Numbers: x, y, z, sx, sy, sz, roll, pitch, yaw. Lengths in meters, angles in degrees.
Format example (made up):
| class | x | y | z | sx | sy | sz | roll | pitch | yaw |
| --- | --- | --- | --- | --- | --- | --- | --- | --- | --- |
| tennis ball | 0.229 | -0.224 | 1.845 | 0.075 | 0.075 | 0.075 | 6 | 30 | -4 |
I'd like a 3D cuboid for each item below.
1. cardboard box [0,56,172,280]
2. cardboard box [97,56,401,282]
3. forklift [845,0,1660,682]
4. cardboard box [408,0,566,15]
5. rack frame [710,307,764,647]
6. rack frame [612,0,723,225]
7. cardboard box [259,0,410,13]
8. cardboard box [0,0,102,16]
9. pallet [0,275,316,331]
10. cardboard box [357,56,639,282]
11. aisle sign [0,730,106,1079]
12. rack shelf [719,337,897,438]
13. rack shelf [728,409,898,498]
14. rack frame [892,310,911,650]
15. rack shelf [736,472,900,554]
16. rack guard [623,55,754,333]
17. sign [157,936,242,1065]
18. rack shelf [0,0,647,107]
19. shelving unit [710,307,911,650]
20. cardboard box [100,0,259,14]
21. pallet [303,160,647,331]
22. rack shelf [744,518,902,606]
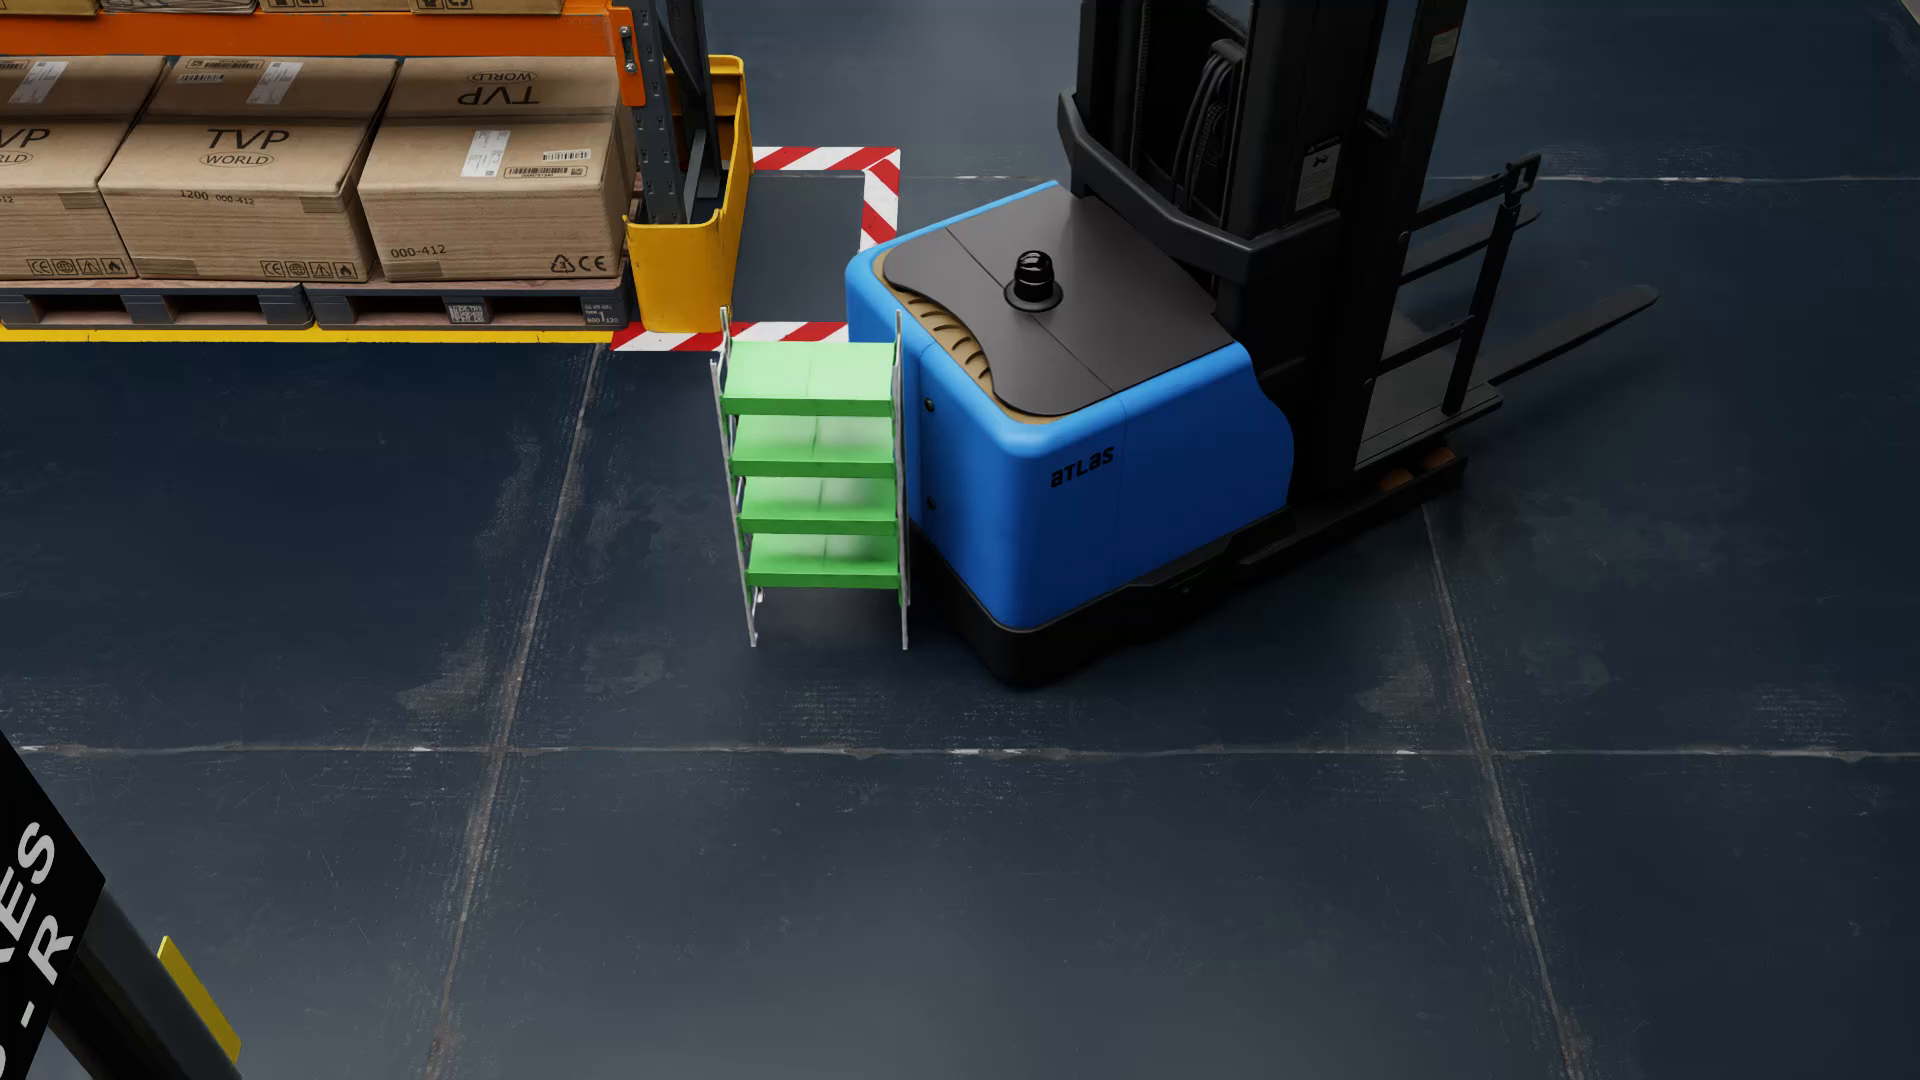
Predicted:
| class | x | y | z | sx | sy | sz | roll | pitch | yaw |
| --- | --- | --- | --- | --- | --- | --- | --- | --- | --- |
| cardboard box | -3.561 | -1.447 | 6.429 | 0.875 | 0.438 | 0.875 | -1 | 47 | -1 |
| cardboard box | -2.660 | -1.444 | 6.426 | 0.875 | 0.438 | 0.875 | 1 | 47 | 1 |
| forklift | 1.160 | -1.390 | 4.959 | 3.031 | 2.935 | 1.130 | -25 | 52 | -21 |
| cardboard box | -1.567 | -2.090 | 5.496 | 0.500 | 0.500 | 0.500 | 0 | 47 | 0 |
| rack frame | -0.661 | -0.152 | 4.989 | 0.015 | 1.200 | 0.240 | 1 | 47 | 1 |
| rack frame | -1.084 | -2.248 | 5.711 | 0.127 | 3.000 | 1.000 | 0 | 47 | 0 |
| cardboard box | -2.069 | -2.103 | 5.507 | 0.500 | 0.500 | 0.500 | -1 | 47 | -1 |
| cardboard box | -3.100 | -2.089 | 5.494 | 0.500 | 0.500 | 0.500 | 1 | 47 | 1 |
| pallet | -3.101 | -1.249 | 6.686 | 1.213 | 0.211 | 1.003 | 0 | 47 | 0 |
| cardboard box | -1.744 | -1.447 | 6.429 | 0.875 | 0.438 | 0.875 | -1 | 47 | -1 |
| aisle sign | -1.029 | 0.284 | 1.578 | 0.004 | 0.787 | 0.394 | 0 | 47 | 0 |
| rack shelf | -0.417 | -0.431 | 4.681 | 0.480 | 0.148 | 0.258 | 1 | 47 | 1 |
| rack shelf | -0.417 | -0.267 | 4.856 | 0.480 | 0.148 | 0.258 | 1 | 47 | 1 |
| rack frame | -0.173 | -0.143 | 4.981 | 0.015 | 1.200 | 0.240 | 1 | 47 | 1 |
| rack shelf | -0.417 | -0.104 | 5.032 | 0.480 | 0.148 | 0.258 | 1 | 47 | 1 |
| rack guard | -1.060 | -1.397 | 6.626 | 0.348 | 0.500 | 1.175 | 0 | 47 | 0 |
| sign | -1.097 | 0.693 | 2.382 | 0.005 | 0.325 | 0.100 | 0 | 47 | 0 |
| rack shelf | -3.084 | -2.009 | 5.980 | 4.000 | 0.370 | 1.077 | 0 | 47 | 0 |
| shelving unit | -0.417 | -0.147 | 4.985 | 0.503 | 1.200 | 0.258 | 1 | 47 | 1 |
| cardboard box | -2.584 | -2.097 | 5.502 | 0.500 | 0.500 | 0.500 | 1 | 47 | 1 |
| pallet | -1.884 | -1.243 | 6.681 | 1.213 | 0.211 | 1.003 | 0 | 47 | 0 |
| rack shelf | -0.417 | 0.060 | 5.208 | 0.480 | 0.148 | 0.258 | 1 | 47 | 1 |
